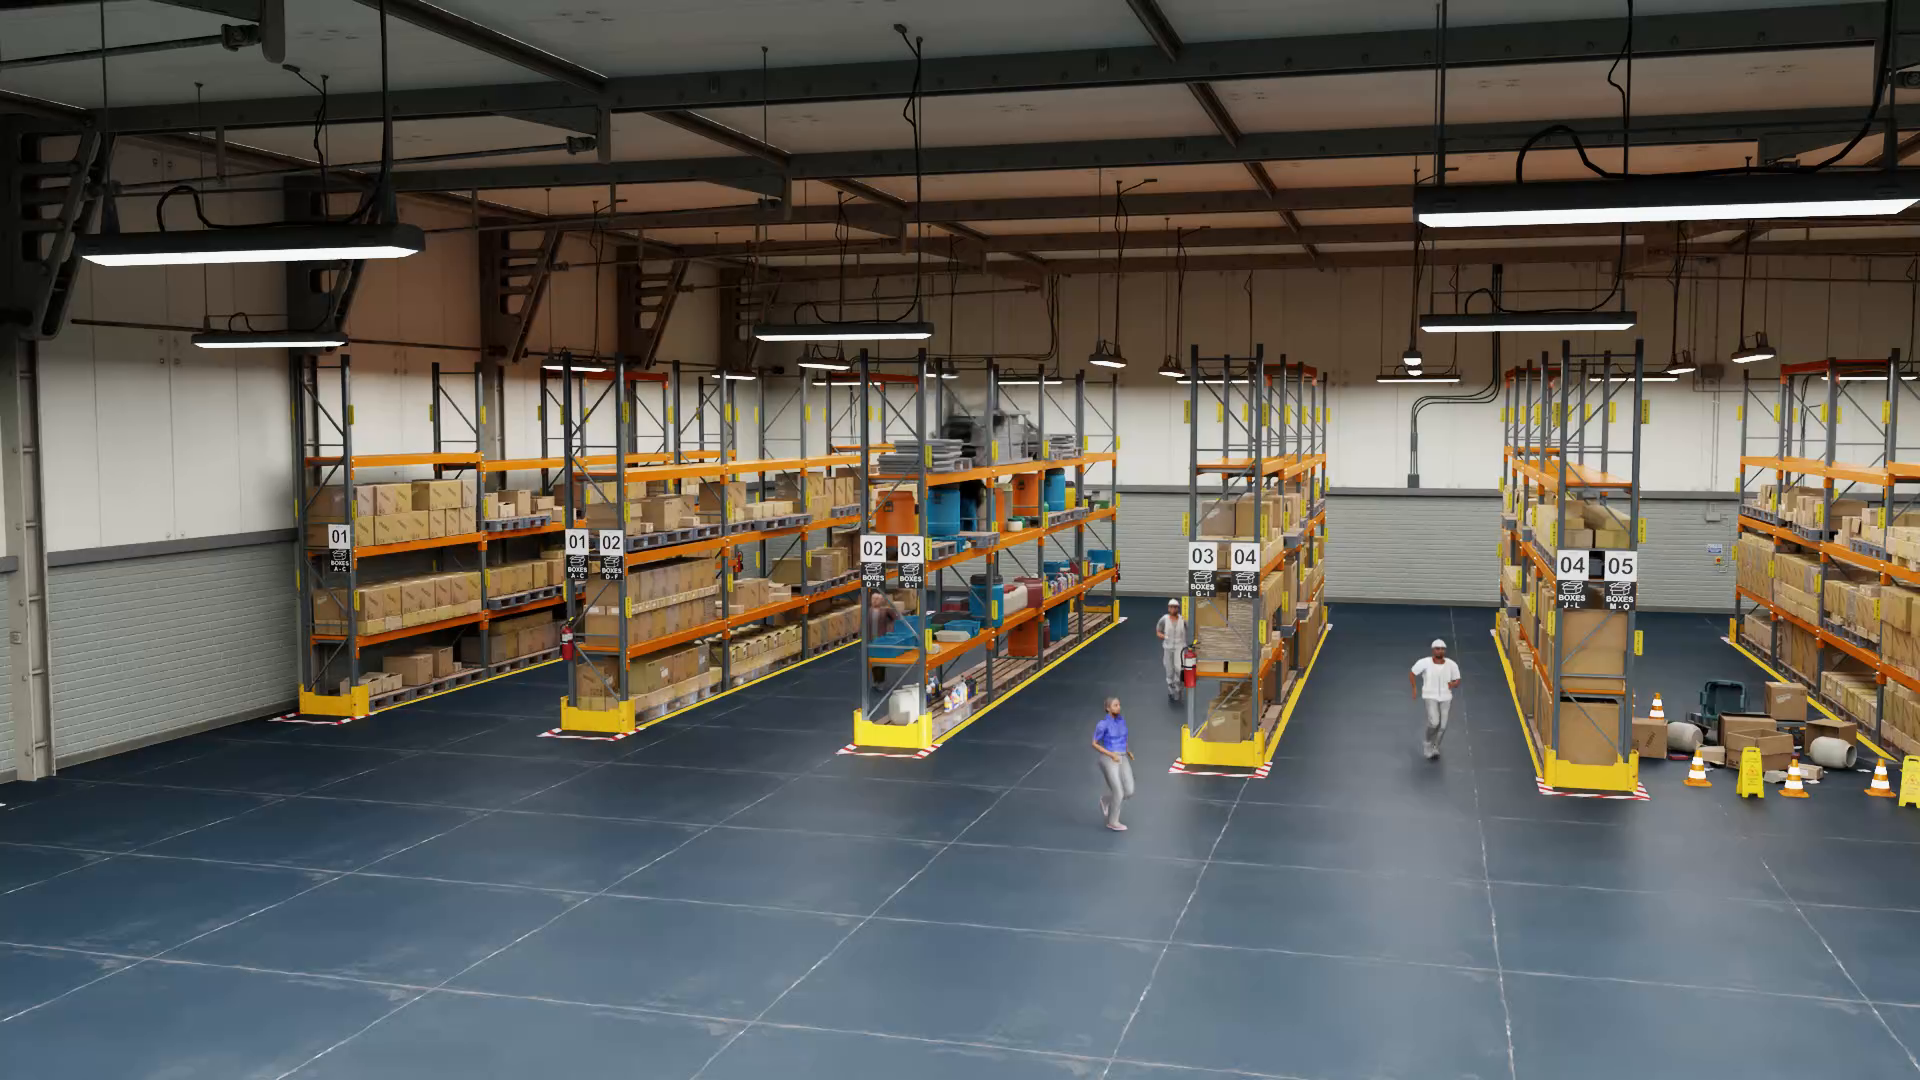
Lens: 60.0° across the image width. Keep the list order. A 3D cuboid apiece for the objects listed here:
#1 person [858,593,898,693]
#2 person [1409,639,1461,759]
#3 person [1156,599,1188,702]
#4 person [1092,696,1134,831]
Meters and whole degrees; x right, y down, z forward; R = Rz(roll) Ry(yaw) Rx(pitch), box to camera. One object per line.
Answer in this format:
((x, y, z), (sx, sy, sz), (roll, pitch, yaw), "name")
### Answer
((-1.515, 1.867, 30.132), (0.688, 1.814, 0.754), (1, 4, 11), "person")
((6.920, 2.311, 24.113), (0.676, 1.742, 0.673), (0, 4, 0), "person")
((3.757, 1.930, 29.105), (0.643, 1.796, 0.805), (1, 4, 10), "person")
((1.855, 2.697, 20.114), (0.573, 1.593, 0.563), (-4, 6, -40), "person")
